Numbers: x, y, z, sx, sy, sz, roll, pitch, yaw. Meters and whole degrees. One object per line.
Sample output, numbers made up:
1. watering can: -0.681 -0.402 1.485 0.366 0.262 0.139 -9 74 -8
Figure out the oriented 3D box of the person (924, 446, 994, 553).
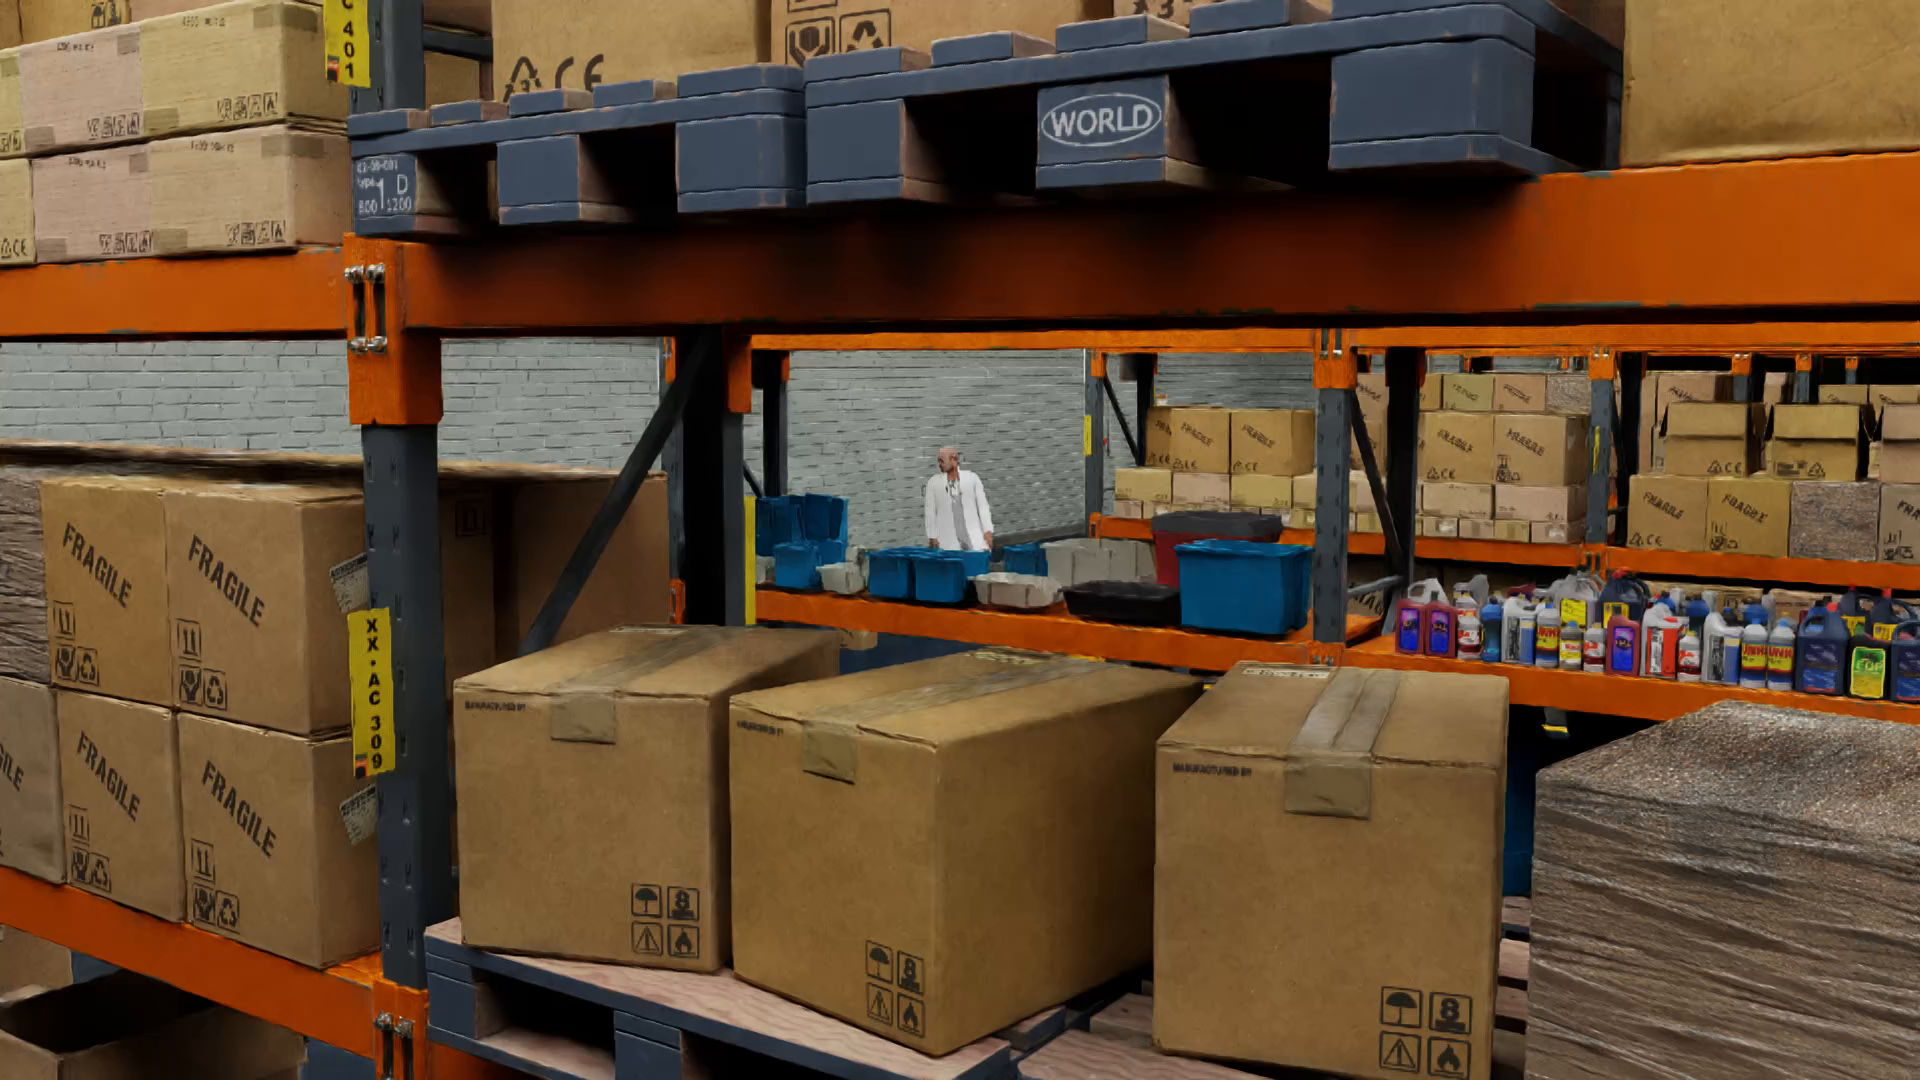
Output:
1. person: 0.011 -0.018 15.959 0.691 1.764 0.526 -1 6 -5
